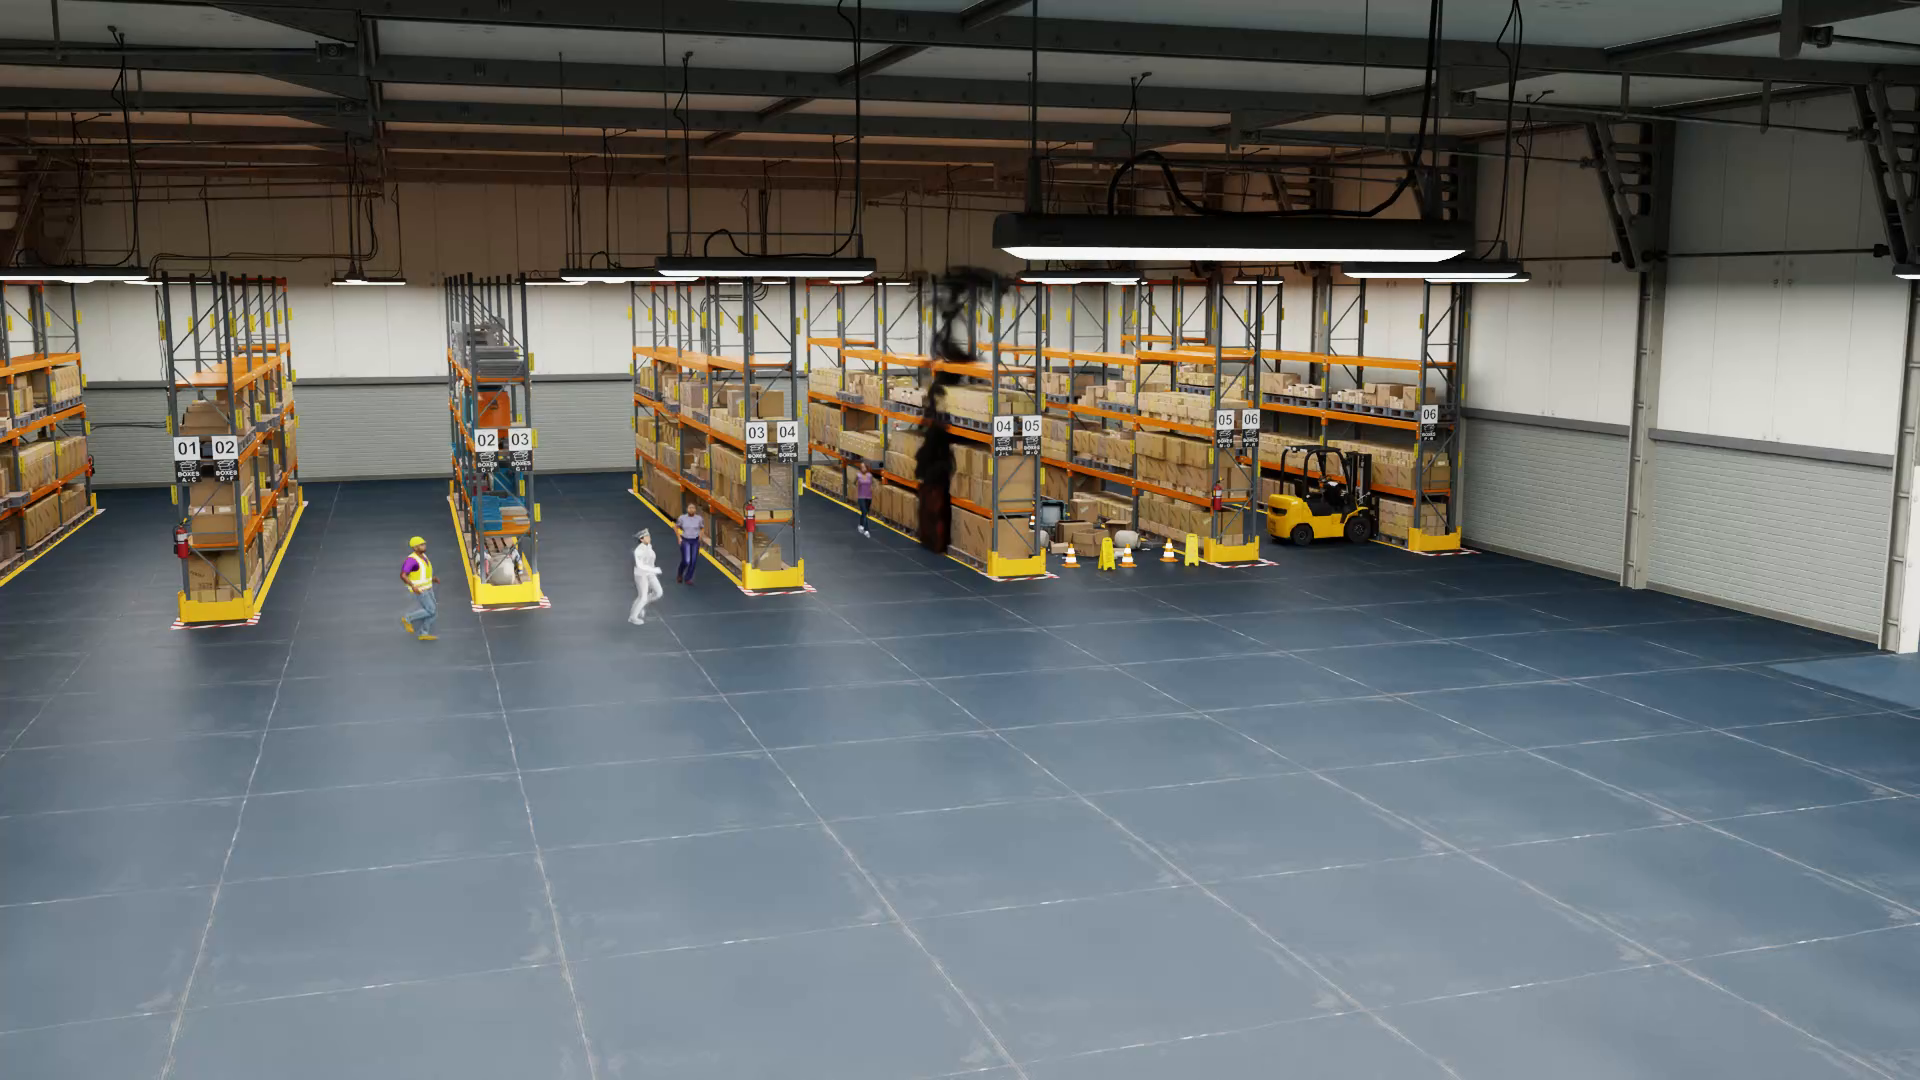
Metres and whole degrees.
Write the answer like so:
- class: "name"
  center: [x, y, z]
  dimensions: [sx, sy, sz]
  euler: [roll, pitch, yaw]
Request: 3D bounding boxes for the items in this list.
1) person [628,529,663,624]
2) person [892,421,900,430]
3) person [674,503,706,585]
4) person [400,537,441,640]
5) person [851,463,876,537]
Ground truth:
- class: "person"
  center: [-5.382, 0.610, 28.579]
  dimensions: [0.670, 1.654, 0.639]
  euler: [3, 9, 18]
- class: "person"
  center: [-1.929, -2.757, 50.568]
  dimensions: [0.673, 1.748, 0.700]
  euler: [-2, 9, -15]
- class: "person"
  center: [-5.220, 0.084, 32.295]
  dimensions: [0.591, 1.615, 0.540]
  euler: [-3, 9, -20]
- class: "person"
  center: [-8.829, 0.794, 27.194]
  dimensions: [0.578, 1.712, 0.718]
  euler: [1, 9, 6]
- class: "person"
  center: [-2.125, -0.913, 36.876]
  dimensions: [0.494, 1.617, 0.760]
  euler: [-3, 9, -19]
